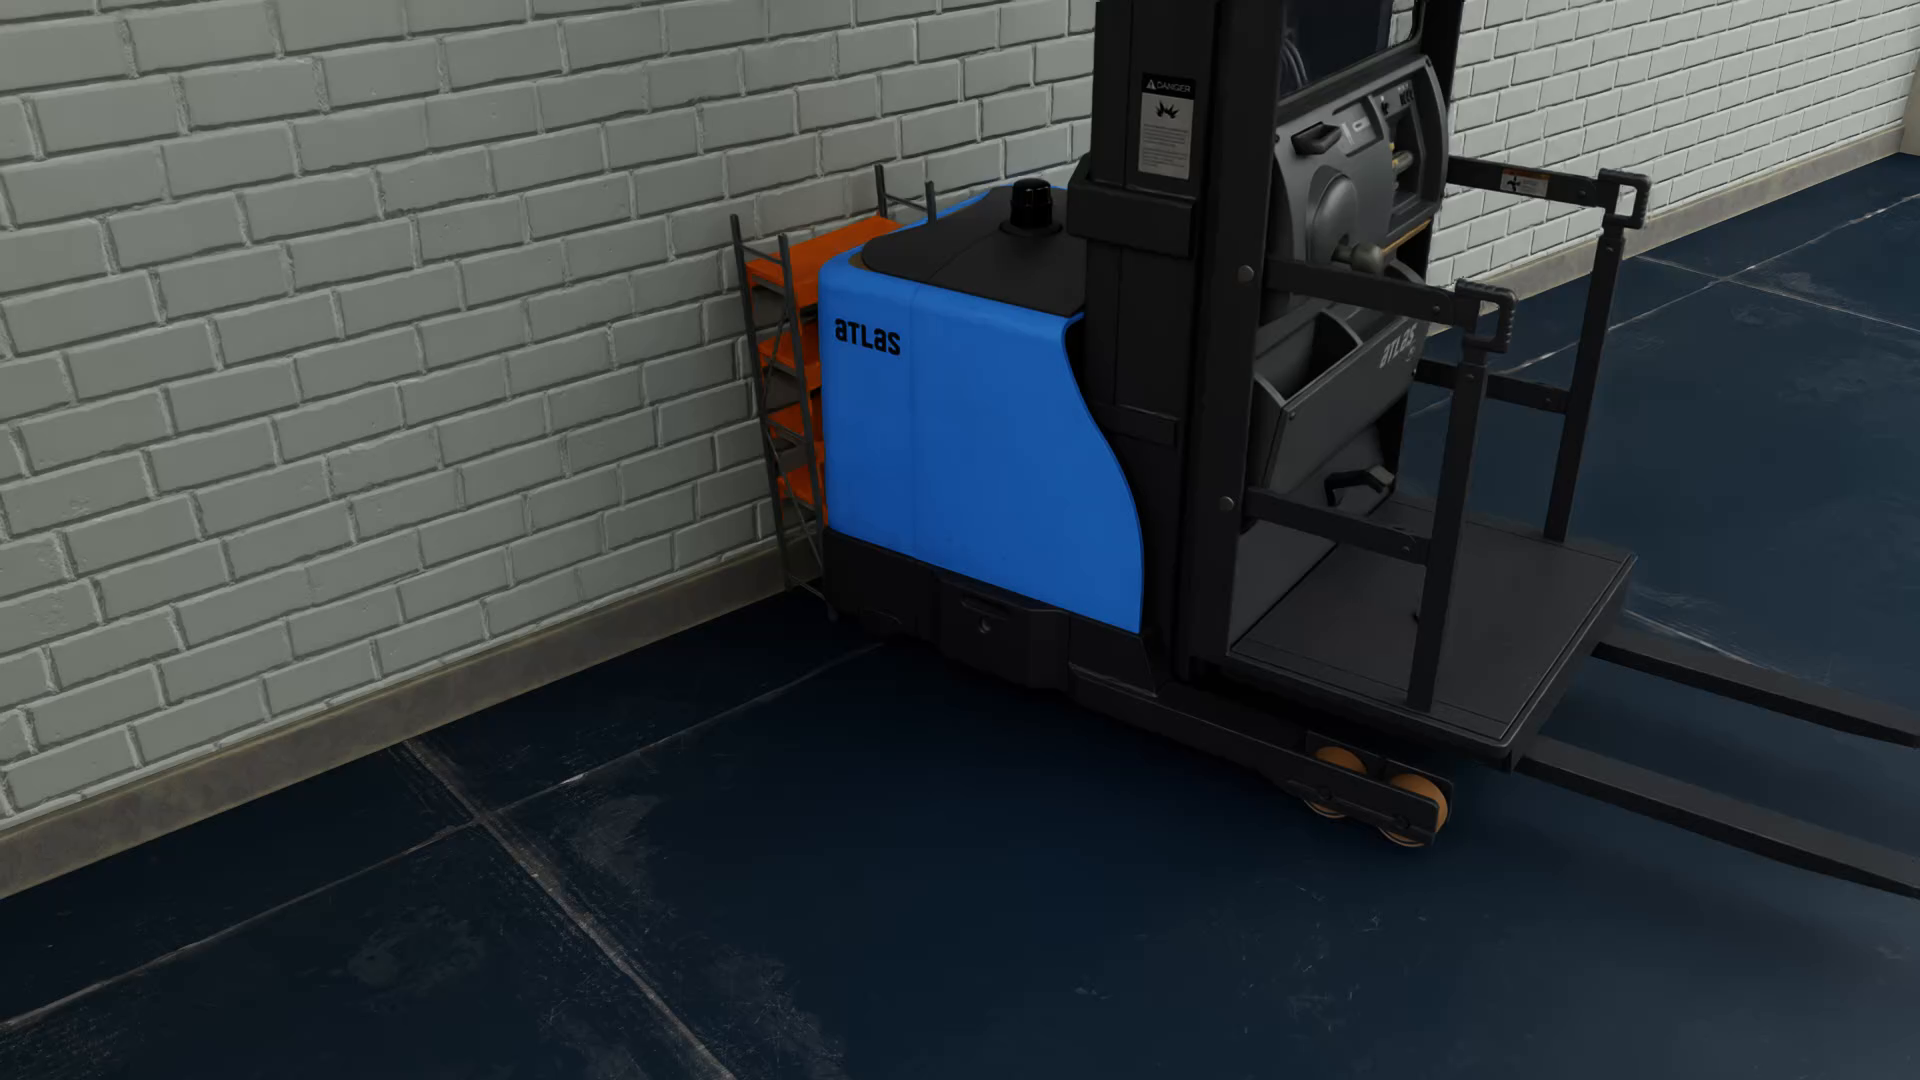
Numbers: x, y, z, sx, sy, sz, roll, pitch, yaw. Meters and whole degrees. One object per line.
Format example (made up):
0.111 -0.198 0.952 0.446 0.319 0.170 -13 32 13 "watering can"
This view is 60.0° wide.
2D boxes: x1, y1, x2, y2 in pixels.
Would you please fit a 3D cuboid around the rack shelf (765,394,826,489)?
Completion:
-0.291 -0.338 4.759 0.480 0.148 0.258 -27 38 -32 "rack shelf"

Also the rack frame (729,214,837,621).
-0.480 -0.301 4.594 0.015 1.200 0.240 -27 38 -32 "rack frame"

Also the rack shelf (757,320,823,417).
-0.307 -0.529 4.643 0.480 0.148 0.258 -27 38 -32 "rack shelf"

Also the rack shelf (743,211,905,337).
-0.323 -0.730 4.520 0.480 0.148 0.258 -27 38 -32 "rack shelf"

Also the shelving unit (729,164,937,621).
-0.296 -0.395 4.724 0.503 1.200 0.258 -27 38 -32 "shelving unit"

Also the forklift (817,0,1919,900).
1.109 -0.859 3.747 3.031 2.935 1.130 18 33 30 "forklift"

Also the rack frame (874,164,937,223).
-0.112 -0.490 4.854 0.015 1.200 0.240 -27 38 -32 "rack frame"

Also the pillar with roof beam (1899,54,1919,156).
8.285 -4.620 4.348 0.400 9.000 9.100 -22 35 -35 "pillar with roof beam"

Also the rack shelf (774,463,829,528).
-0.277 -0.169 4.862 0.480 0.148 0.258 -27 38 -32 "rack shelf"
